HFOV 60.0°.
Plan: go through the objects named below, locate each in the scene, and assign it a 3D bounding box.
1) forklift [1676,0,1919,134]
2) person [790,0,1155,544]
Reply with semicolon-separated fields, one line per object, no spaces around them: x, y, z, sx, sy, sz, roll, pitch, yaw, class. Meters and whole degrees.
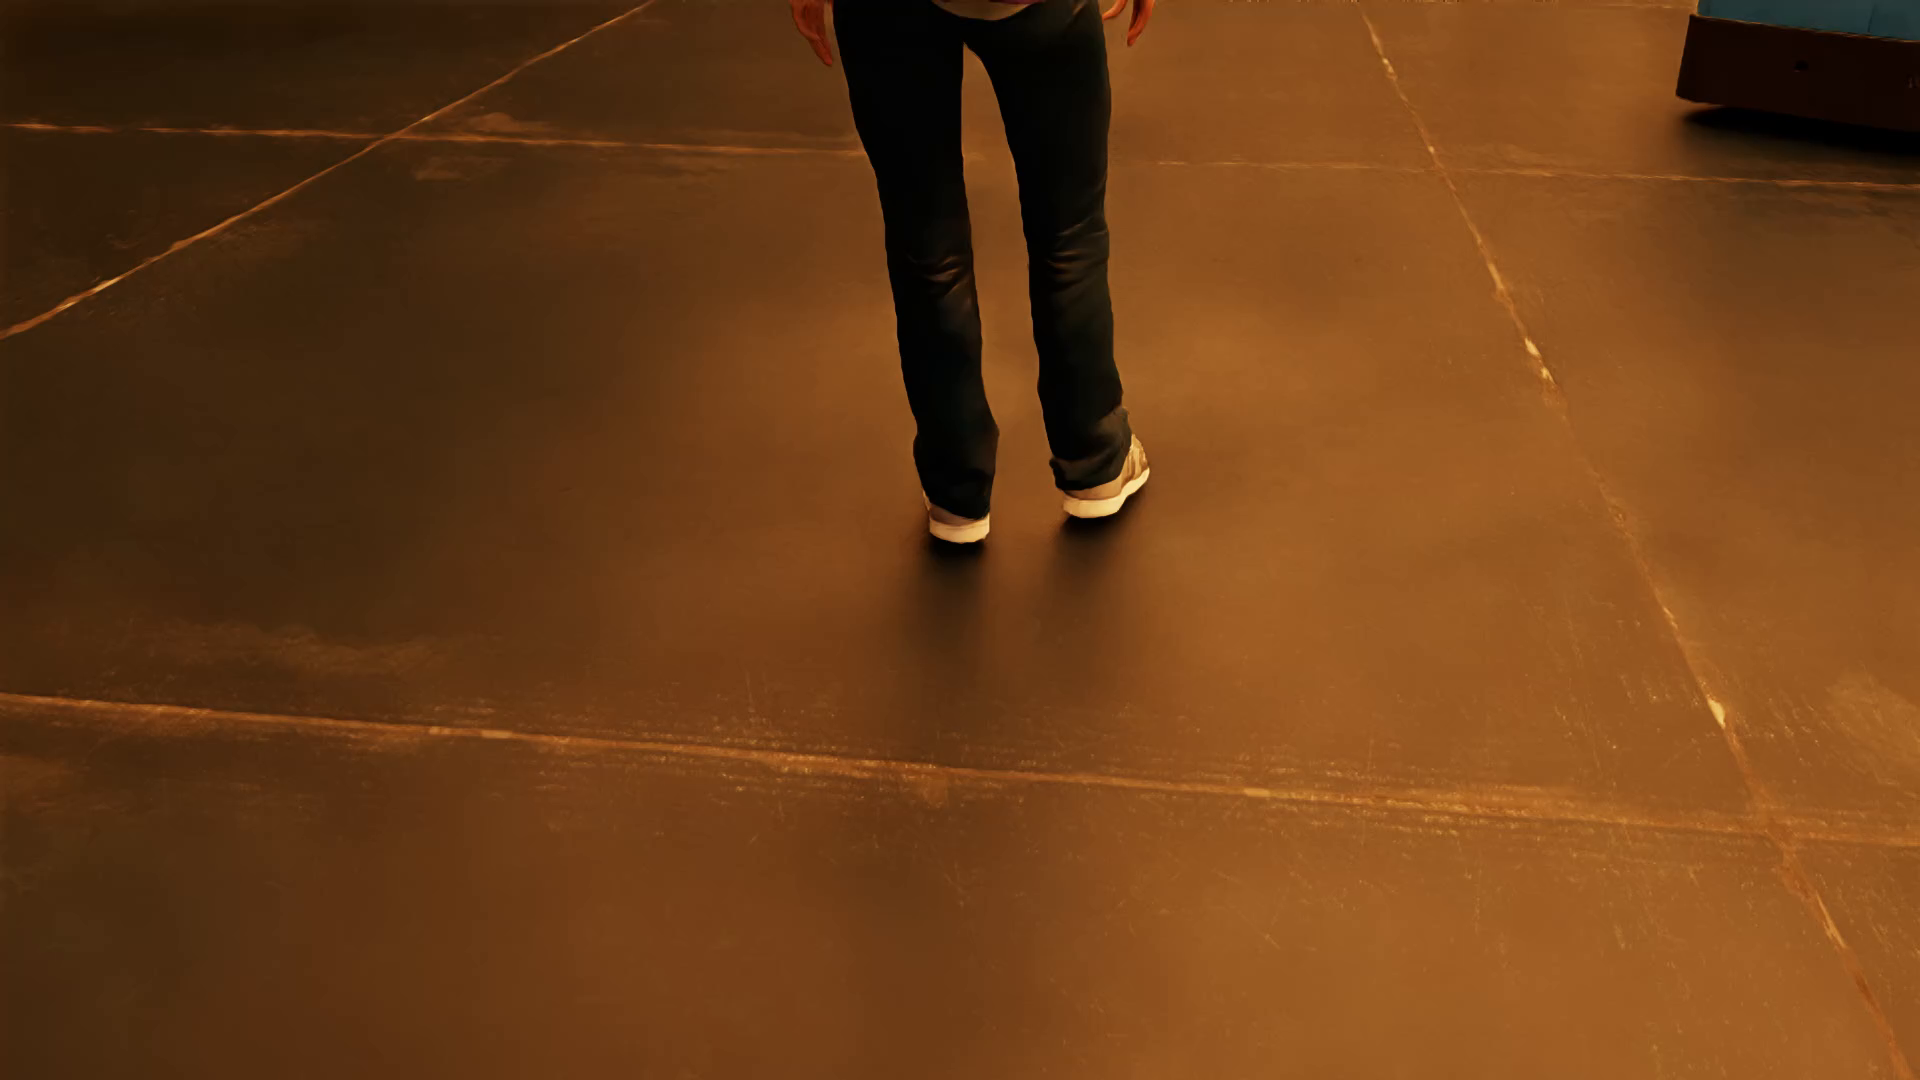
3.564;-2.905;5.040;1.130;2.935;3.031;24;35;39;forklift
0.024;-0.753;2.205;0.520;1.597;0.474;3;27;7;person
